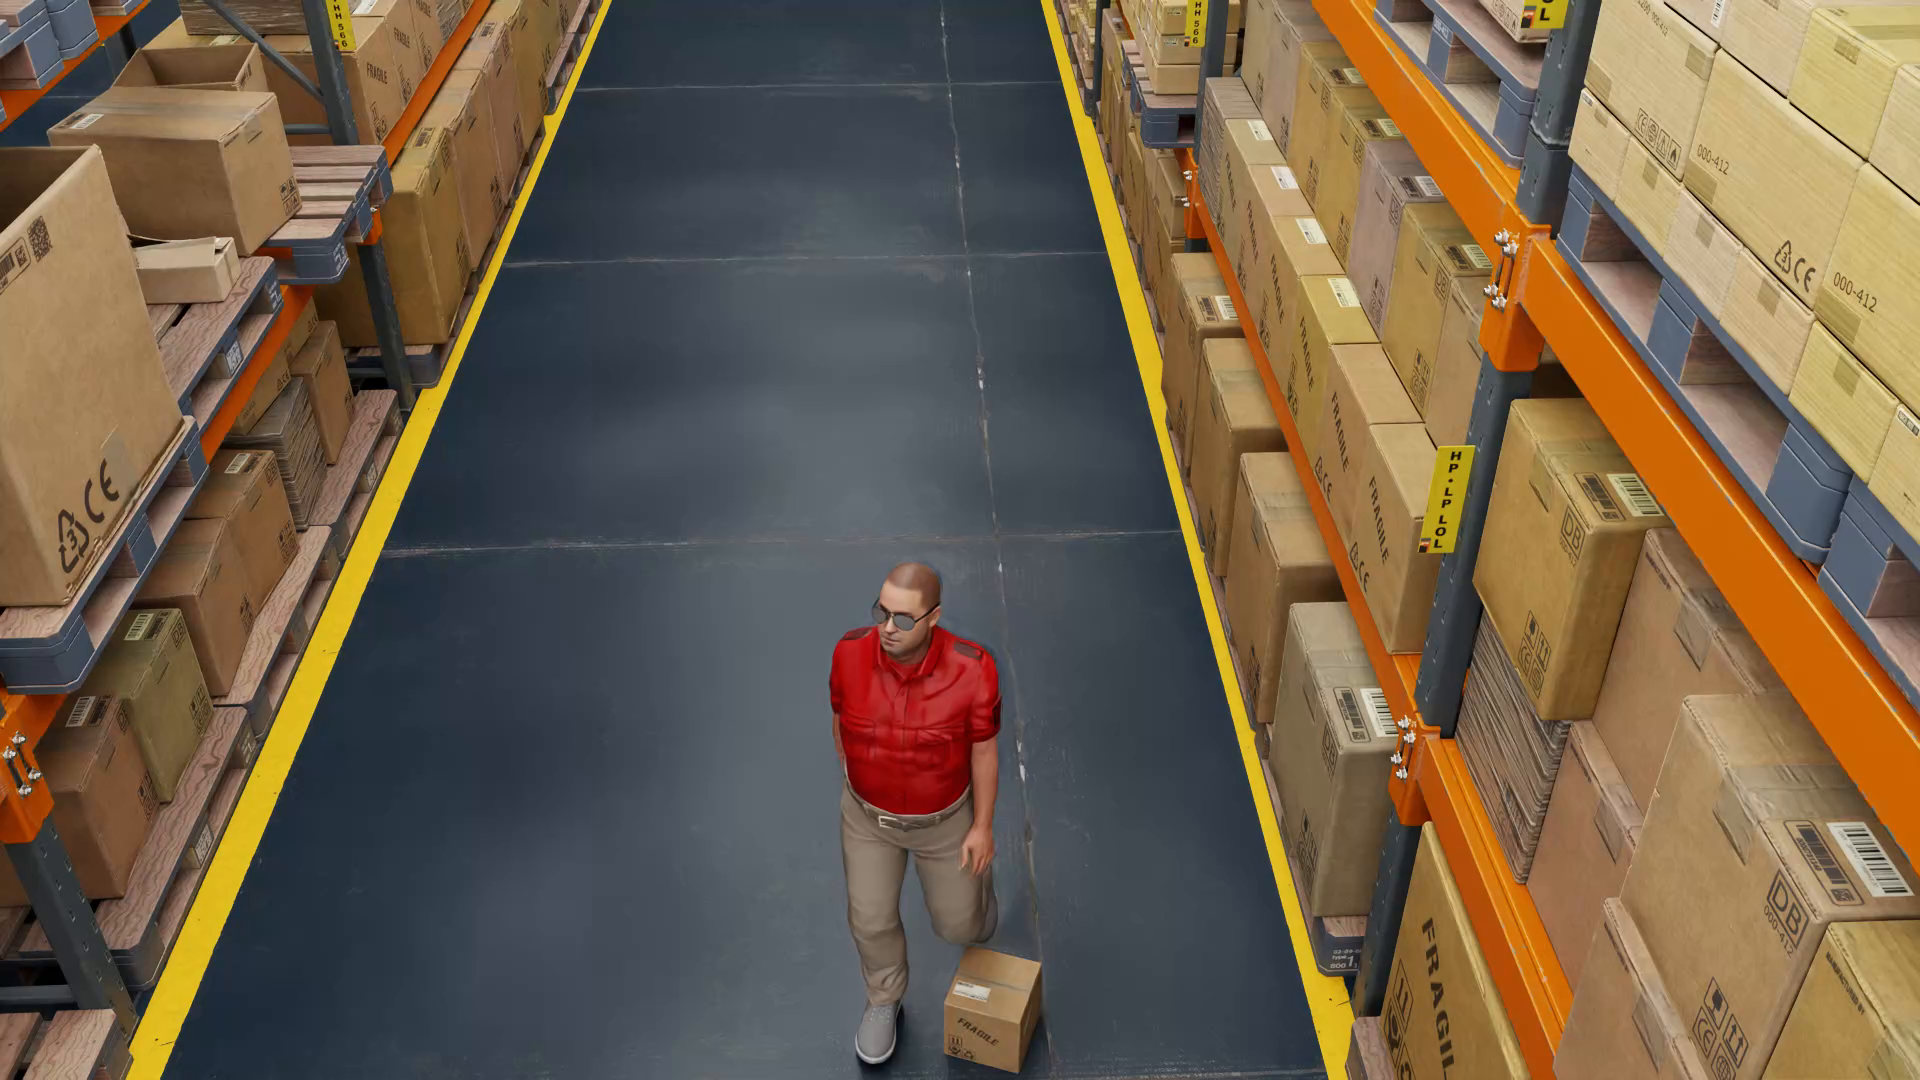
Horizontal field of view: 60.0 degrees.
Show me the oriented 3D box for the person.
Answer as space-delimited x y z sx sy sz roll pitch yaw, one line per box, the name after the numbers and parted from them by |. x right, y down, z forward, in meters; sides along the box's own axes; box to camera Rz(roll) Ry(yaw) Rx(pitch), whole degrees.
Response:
-0.134 0.776 5.018 0.522 1.707 0.704 7 36 10 | person
